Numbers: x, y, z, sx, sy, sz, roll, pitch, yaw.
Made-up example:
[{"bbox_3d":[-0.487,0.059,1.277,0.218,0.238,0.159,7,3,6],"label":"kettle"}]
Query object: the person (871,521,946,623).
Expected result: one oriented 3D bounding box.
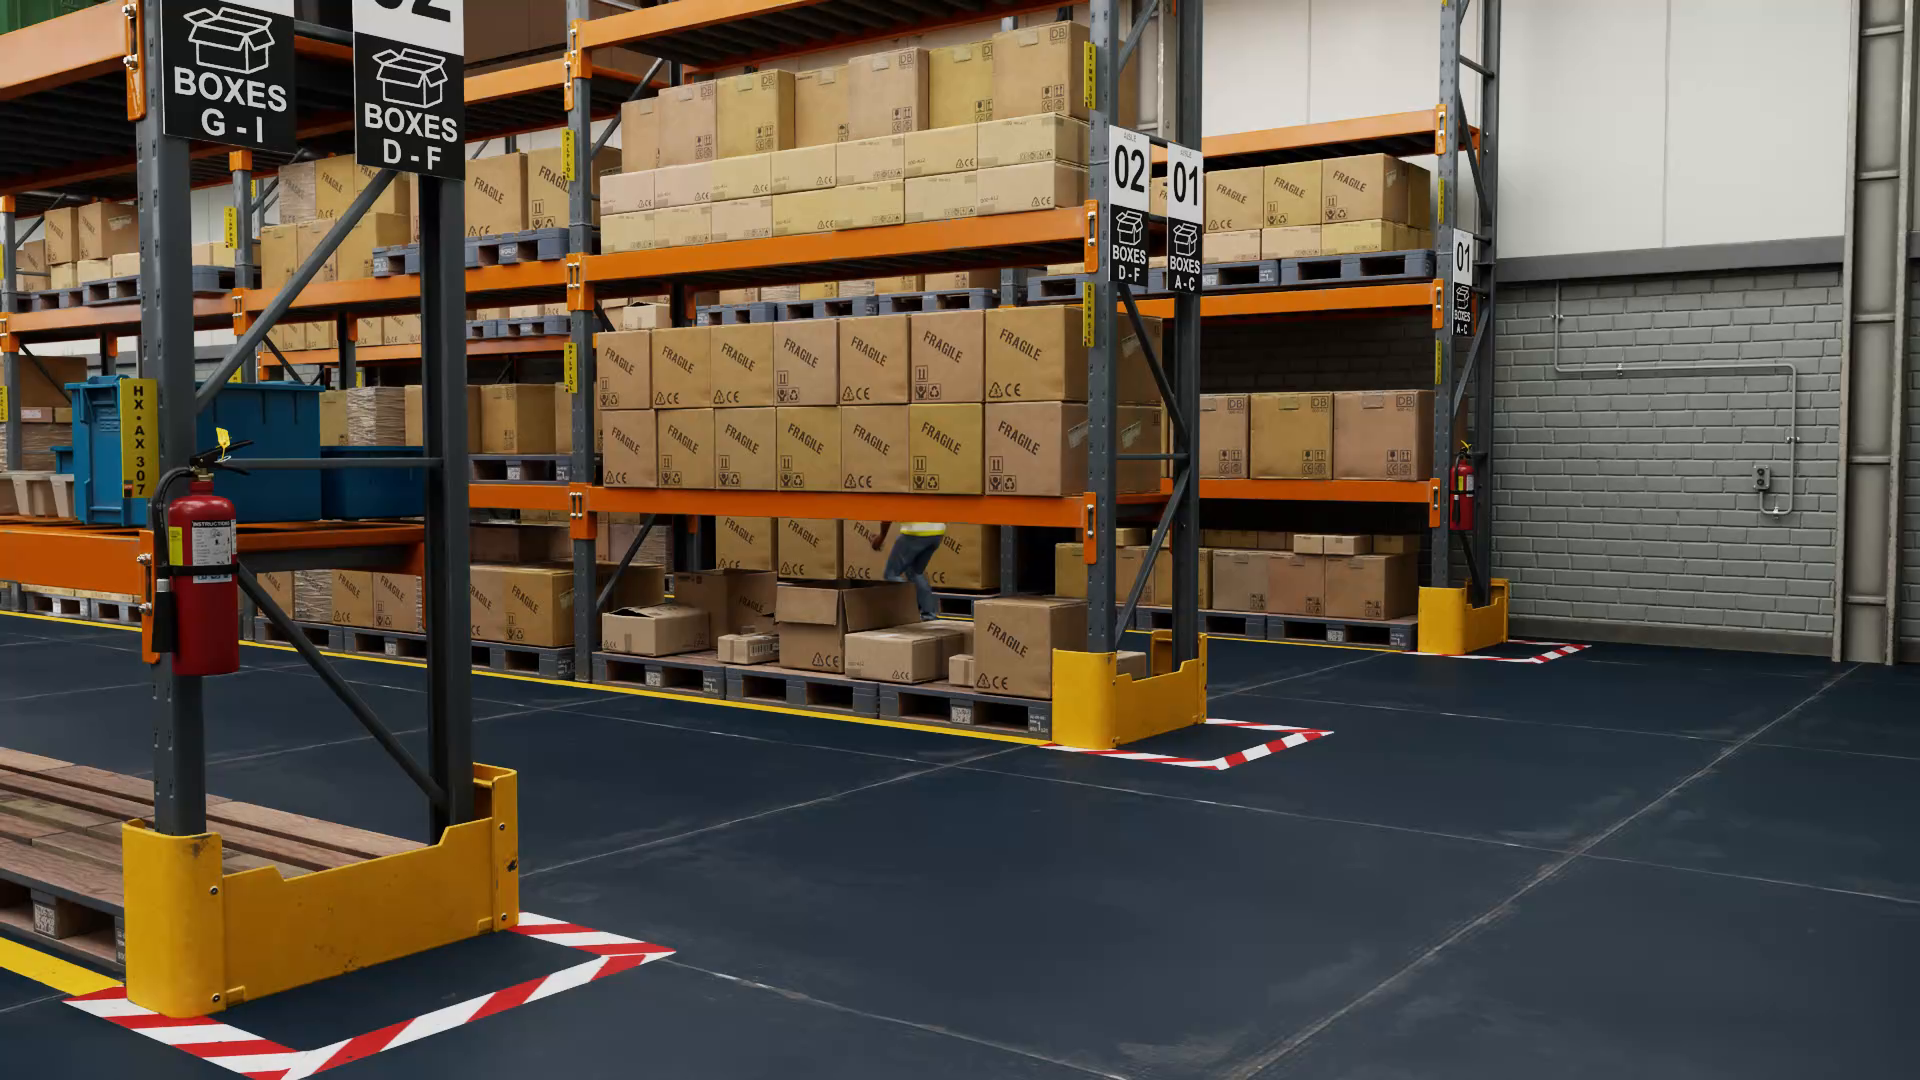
[{"bbox_3d":[-0.444,-0.050,14.328,0.576,1.633,0.613,2,4,37],"label":"person"}]
